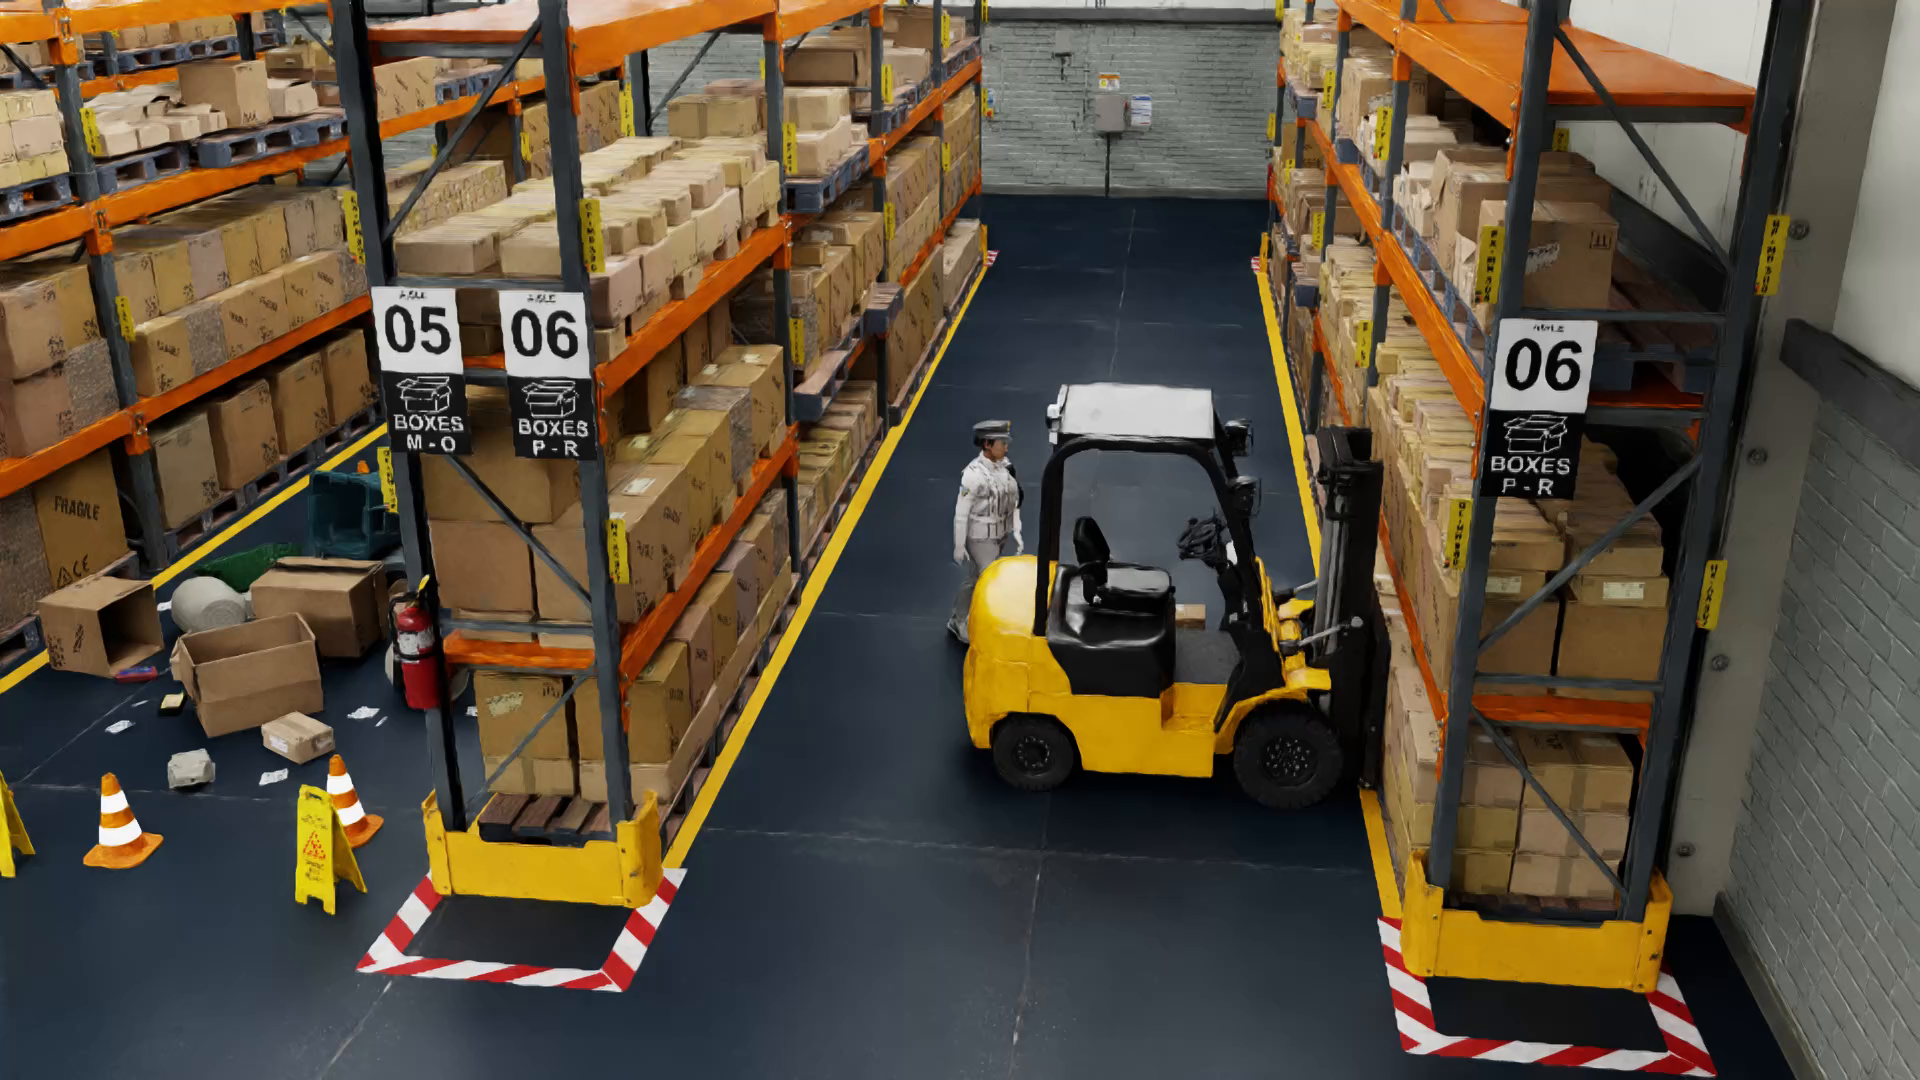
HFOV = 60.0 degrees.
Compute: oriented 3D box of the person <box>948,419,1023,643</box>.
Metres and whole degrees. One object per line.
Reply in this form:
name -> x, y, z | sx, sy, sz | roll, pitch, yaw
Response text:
person -> 0.260, -0.009, 11.108 | 0.904, 1.637, 0.519 | 12, 24, 28
